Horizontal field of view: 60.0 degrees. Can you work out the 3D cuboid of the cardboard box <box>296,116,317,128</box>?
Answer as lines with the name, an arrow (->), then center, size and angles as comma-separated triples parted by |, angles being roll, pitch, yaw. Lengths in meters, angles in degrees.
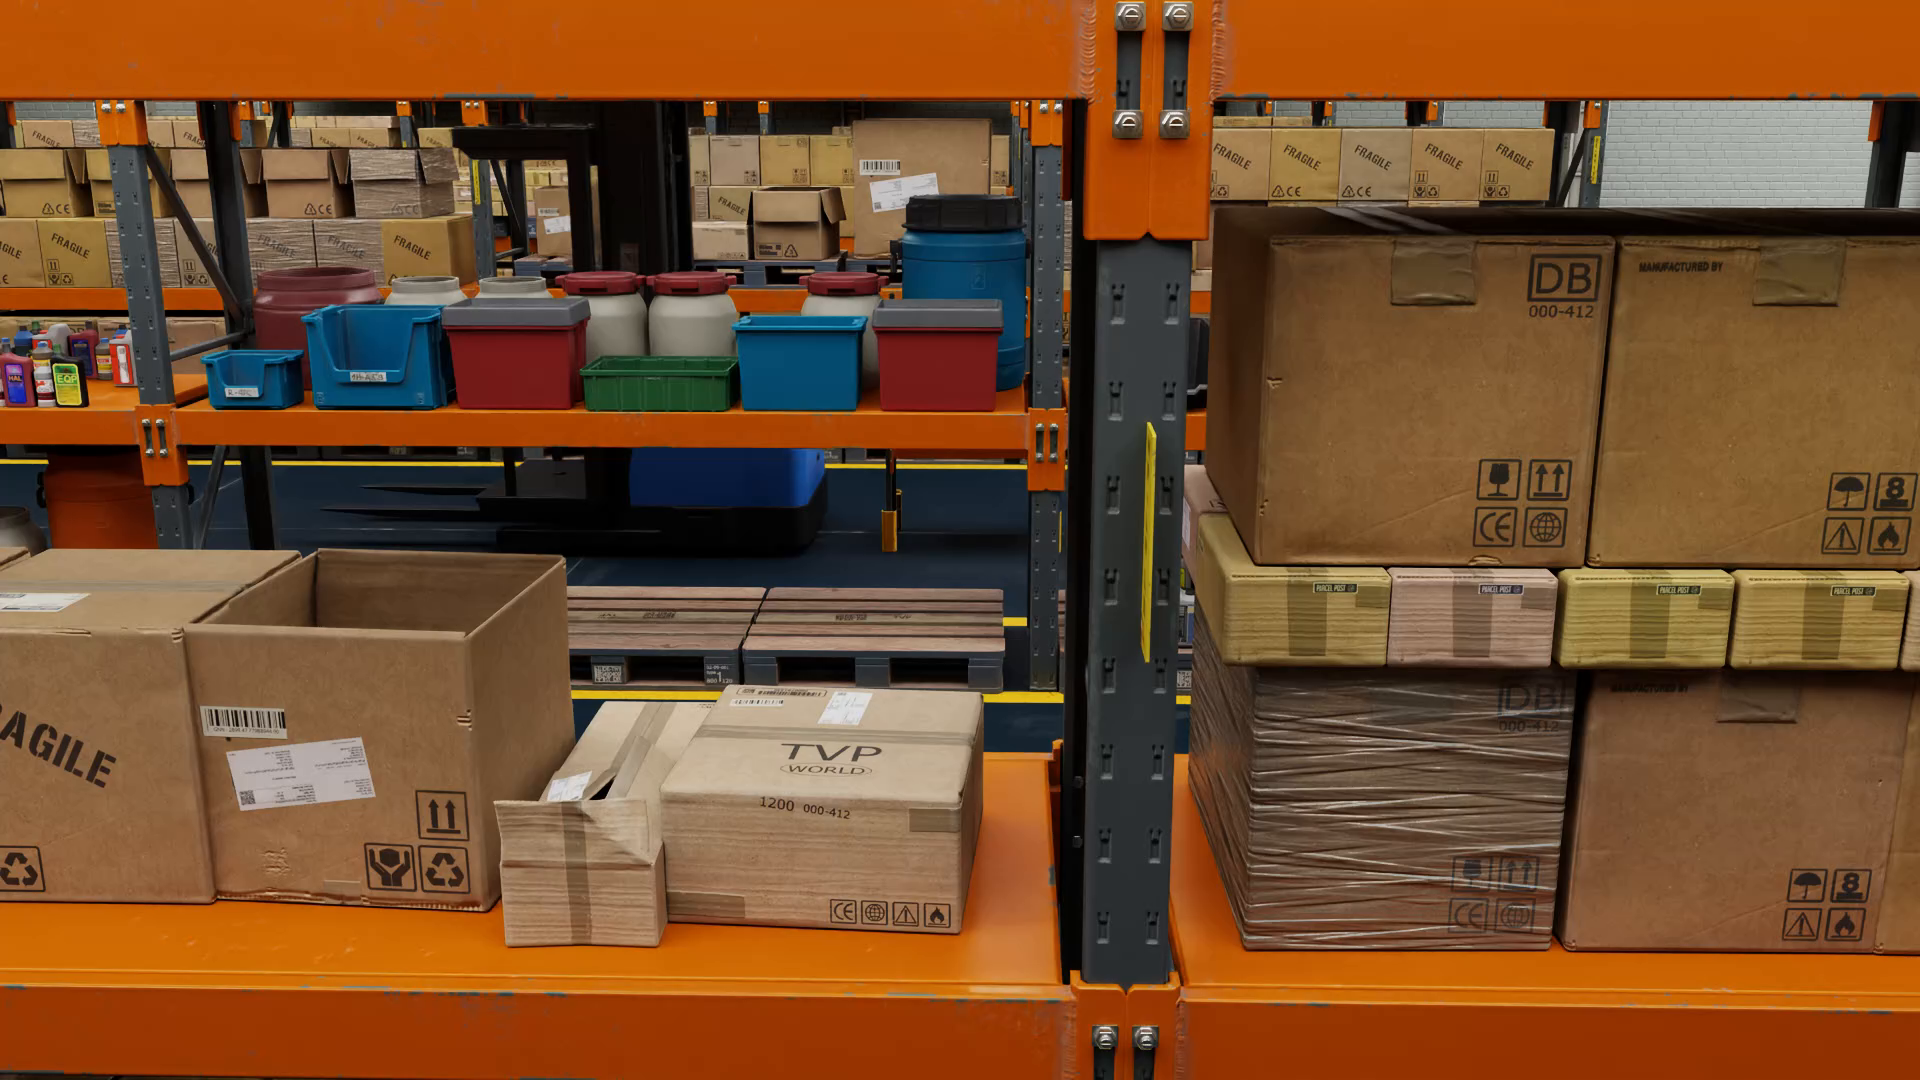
cardboard box -> -8.550, -5.508, 21.911 | 0.250, 0.149, 0.380 | 0, 15, 1

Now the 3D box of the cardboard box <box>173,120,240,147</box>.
cardboard box -> -7.722, -4.066, 17.131 | 0.500, 0.500, 0.500 | 0, 15, -1

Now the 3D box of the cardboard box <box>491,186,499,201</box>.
cardboard box -> -4.781, -3.549, 16.997 | 0.250, 0.149, 0.380 | 0, 15, 1

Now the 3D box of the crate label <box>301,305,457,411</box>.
crate label -> -2.614, -0.844, 7.591 | 0.616, 0.435, 0.502 | 0, 15, 1

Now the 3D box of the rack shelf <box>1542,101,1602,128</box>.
rack shelf -> 2.524, -3.229, 12.230 | 4.000, 0.370, 1.077 | 0, 15, 1

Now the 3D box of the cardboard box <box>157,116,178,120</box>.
cardboard box -> -10.350, -5.503, 21.891 | 0.250, 0.149, 0.380 | 1, 15, 3

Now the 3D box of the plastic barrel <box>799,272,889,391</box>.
plastic barrel -> -0.553, -1.004, 8.001 | 0.433, 0.535, 0.433 | 0, 15, 0

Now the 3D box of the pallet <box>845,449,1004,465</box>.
pallet -> -0.254, -0.796, 12.944 | 1.213, 0.211, 1.003 | 0, 15, 1

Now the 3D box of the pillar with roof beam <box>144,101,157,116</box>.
pillar with roof beam -> -13.878, -8.061, 23.255 | 0.400, 9.000, 9.100 | 0, 15, 1

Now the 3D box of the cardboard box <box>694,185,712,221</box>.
cardboard box -> -2.805, -3.407, 17.176 | 0.500, 0.500, 0.500 | 1, 15, 2

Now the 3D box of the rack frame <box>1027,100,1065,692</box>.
rack frame -> 0.398, -0.877, 7.783 | 0.127, 3.000, 1.000 | 0, 15, 1

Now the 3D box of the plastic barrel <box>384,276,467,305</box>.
plastic barrel -> -2.567, -1.005, 8.048 | 0.421, 0.512, 0.421 | 0, 15, 0

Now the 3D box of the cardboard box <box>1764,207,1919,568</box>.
cardboard box -> 1.717, -0.281, 2.787 | 0.500, 0.500, 0.700 | 0, 15, 1

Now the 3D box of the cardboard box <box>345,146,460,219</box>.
cardboard box -> -4.205, -2.708, 12.562 | 0.637, 0.503, 0.797 | 1, 15, 3

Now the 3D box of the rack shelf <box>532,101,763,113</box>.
rack shelf -> -5.097, -7.074, 26.804 | 4.000, 0.370, 1.077 | 0, 15, 1

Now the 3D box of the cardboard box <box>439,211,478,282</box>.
cardboard box -> -3.953, -2.287, 12.931 | 0.500, 0.500, 0.500 | 1, 15, 3

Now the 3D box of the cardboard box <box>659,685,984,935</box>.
cardboard box -> -0.226, 0.467, 2.984 | 0.500, 0.250, 0.500 | 1, 15, 5

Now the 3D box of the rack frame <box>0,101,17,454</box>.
rack frame -> -7.473, -2.192, 12.768 | 0.127, 3.000, 1.000 | 0, 15, 1

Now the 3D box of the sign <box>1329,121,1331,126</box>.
sign -> 4.742, -5.212, 21.326 | 0.005, 0.325, 0.100 | 0, 15, 1

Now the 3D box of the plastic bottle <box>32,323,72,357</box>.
plastic bottle -> -4.488, -0.931, 8.232 | 0.135, 0.276, 0.152 | 0, 15, 1

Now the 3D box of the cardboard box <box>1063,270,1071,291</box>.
cardboard box -> 0.732, -1.940, 12.306 | 0.250, 0.149, 0.380 | 0, 15, 1

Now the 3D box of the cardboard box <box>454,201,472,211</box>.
cardboard box -> -5.034, -3.407, 17.044 | 0.250, 0.149, 0.380 | 1, 15, 3

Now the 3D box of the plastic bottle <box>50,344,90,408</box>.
plastic bottle -> -4.016, -0.740, 7.494 | 0.133, 0.283, 0.061 | 0, 15, 1

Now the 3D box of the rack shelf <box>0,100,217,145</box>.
rack shelf -> -5.600, -2.018, 7.640 | 4.000, 0.370, 1.077 | 0, 15, 1

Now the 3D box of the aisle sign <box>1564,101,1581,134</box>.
aisle sign -> 4.593, -3.447, 12.428 | 0.004, 0.787, 0.394 | 0, 15, 1

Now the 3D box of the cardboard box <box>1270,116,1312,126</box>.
cardboard box -> 4.260, -5.264, 21.674 | 0.500, 0.500, 0.700 | 0, 15, 0

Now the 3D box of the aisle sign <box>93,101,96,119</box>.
aisle sign -> -11.298, -5.929, 21.835 | 0.004, 0.787, 0.394 | 0, 15, 1

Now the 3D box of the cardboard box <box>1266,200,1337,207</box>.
cardboard box -> 2.473, -2.310, 12.435 | 0.500, 0.500, 0.875 | 0, 15, 1

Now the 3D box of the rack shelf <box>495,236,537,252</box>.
rack shelf -> -5.246, -3.095, 17.602 | 4.000, 0.370, 1.077 | 0, 15, 1

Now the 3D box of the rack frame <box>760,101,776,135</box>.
rack frame -> -3.098, -5.959, 27.046 | 0.127, 3.000, 1.000 | 0, 15, 1

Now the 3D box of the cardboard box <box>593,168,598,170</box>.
cardboard box -> -3.708, -3.852, 17.562 | 0.250, 0.149, 0.380 | 0, 15, 2

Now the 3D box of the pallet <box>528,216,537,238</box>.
pallet -> -3.962, -3.315, 17.400 | 1.003, 0.211, 1.213 | 0, 15, 1

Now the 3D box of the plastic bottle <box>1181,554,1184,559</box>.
plastic bottle -> 1.049, 0.122, 8.327 | 0.185, 0.351, 0.144 | 0, 15, 0

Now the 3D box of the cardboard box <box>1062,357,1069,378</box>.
cardboard box -> 0.923, -1.121, 12.787 | 0.500, 0.500, 0.500 | 0, 15, 0

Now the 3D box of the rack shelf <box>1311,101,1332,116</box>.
rack shelf -> 2.777, -5.756, 21.809 | 4.000, 0.370, 1.077 | 0, 15, 1

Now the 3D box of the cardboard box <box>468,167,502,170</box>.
cardboard box -> -5.018, -3.860, 17.593 | 0.250, 0.149, 0.380 | 1, 15, 3

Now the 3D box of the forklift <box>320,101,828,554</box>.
forklift -> -2.393, -1.459, 10.123 | 3.031, 2.935, 1.130 | 1, 15, 3

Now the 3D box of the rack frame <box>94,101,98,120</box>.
rack frame -> -11.219, -4.745, 22.445 | 0.127, 3.000, 1.000 | 0, 15, 1

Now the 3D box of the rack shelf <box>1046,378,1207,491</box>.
rack shelf -> 2.397, -0.516, 7.825 | 4.000, 0.370, 1.077 | 0, 15, 1

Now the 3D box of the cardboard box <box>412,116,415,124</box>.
cardboard box -> -7.529, -5.633, 22.382 | 0.250, 0.149, 0.380 | 0, 15, 1

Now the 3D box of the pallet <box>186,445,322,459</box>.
pallet -> -5.477, -0.850, 13.150 | 1.213, 0.211, 1.003 | 0, 15, 1

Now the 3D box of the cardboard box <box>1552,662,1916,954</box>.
cardboard box -> 1.239, 0.341, 2.970 | 0.500, 0.500, 0.700 | 0, 15, 1

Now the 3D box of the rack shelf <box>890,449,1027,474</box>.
rack shelf -> 0.085, -0.551, 10.192 | 1.000, 0.185, 0.538 | 0, 15, 1

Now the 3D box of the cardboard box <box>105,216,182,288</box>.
cardboard box -> -6.017, -2.167, 12.478 | 0.500, 0.500, 0.500 | 0, 15, 0

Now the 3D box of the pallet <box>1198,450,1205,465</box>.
pallet -> 2.420, -0.789, 12.916 | 1.213, 0.211, 1.003 | 0, 15, 1

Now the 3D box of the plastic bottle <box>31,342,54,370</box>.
plastic bottle -> -4.472, -0.863, 8.120 | 0.097, 0.201, 0.097 | 0, 15, 0

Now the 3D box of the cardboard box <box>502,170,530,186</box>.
cardboard box -> -4.528, -3.690, 16.950 | 0.250, 0.149, 0.380 | 1, 15, 3

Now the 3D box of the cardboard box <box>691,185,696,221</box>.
cardboard box -> -2.373, -2.446, 12.711 | 0.500, 0.500, 0.700 | 3, 15, 10

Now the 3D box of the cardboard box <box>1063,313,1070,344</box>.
cardboard box -> 1.379, -2.558, 17.496 | 0.875, 0.875, 0.875 | 1, 15, 2

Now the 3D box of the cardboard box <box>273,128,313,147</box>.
cardboard box -> -8.715, -5.190, 21.975 | 0.500, 0.500, 0.500 | 1, 15, 2

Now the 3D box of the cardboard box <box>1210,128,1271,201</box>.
cardboard box -> 1.968, -2.741, 12.111 | 0.500, 0.500, 0.500 | 0, 15, 1

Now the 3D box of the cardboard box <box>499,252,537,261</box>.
cardboard box -> -5.695, -3.907, 22.611 | 0.875, 0.875, 0.875 | 1, 15, 3

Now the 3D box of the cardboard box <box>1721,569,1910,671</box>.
cardboard box -> 1.303, 0.080, 2.690 | 0.250, 0.149, 0.380 | 0, 15, 1

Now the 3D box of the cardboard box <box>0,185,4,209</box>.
cardboard box -> -9.777, -3.598, 17.317 | 0.500, 0.500, 0.500 | 1, 15, 2

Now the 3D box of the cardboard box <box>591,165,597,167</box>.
cardboard box -> -4.754, -5.168, 21.891 | 0.500, 0.500, 0.500 | 0, 15, 1

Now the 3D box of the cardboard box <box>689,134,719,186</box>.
cardboard box -> -2.798, -3.956, 17.300 | 0.500, 0.500, 0.700 | 0, 15, 1

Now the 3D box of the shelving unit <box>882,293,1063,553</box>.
shelving unit -> 0.076, -0.725, 10.147 | 1.083, 1.500, 0.587 | 0, 15, 1
